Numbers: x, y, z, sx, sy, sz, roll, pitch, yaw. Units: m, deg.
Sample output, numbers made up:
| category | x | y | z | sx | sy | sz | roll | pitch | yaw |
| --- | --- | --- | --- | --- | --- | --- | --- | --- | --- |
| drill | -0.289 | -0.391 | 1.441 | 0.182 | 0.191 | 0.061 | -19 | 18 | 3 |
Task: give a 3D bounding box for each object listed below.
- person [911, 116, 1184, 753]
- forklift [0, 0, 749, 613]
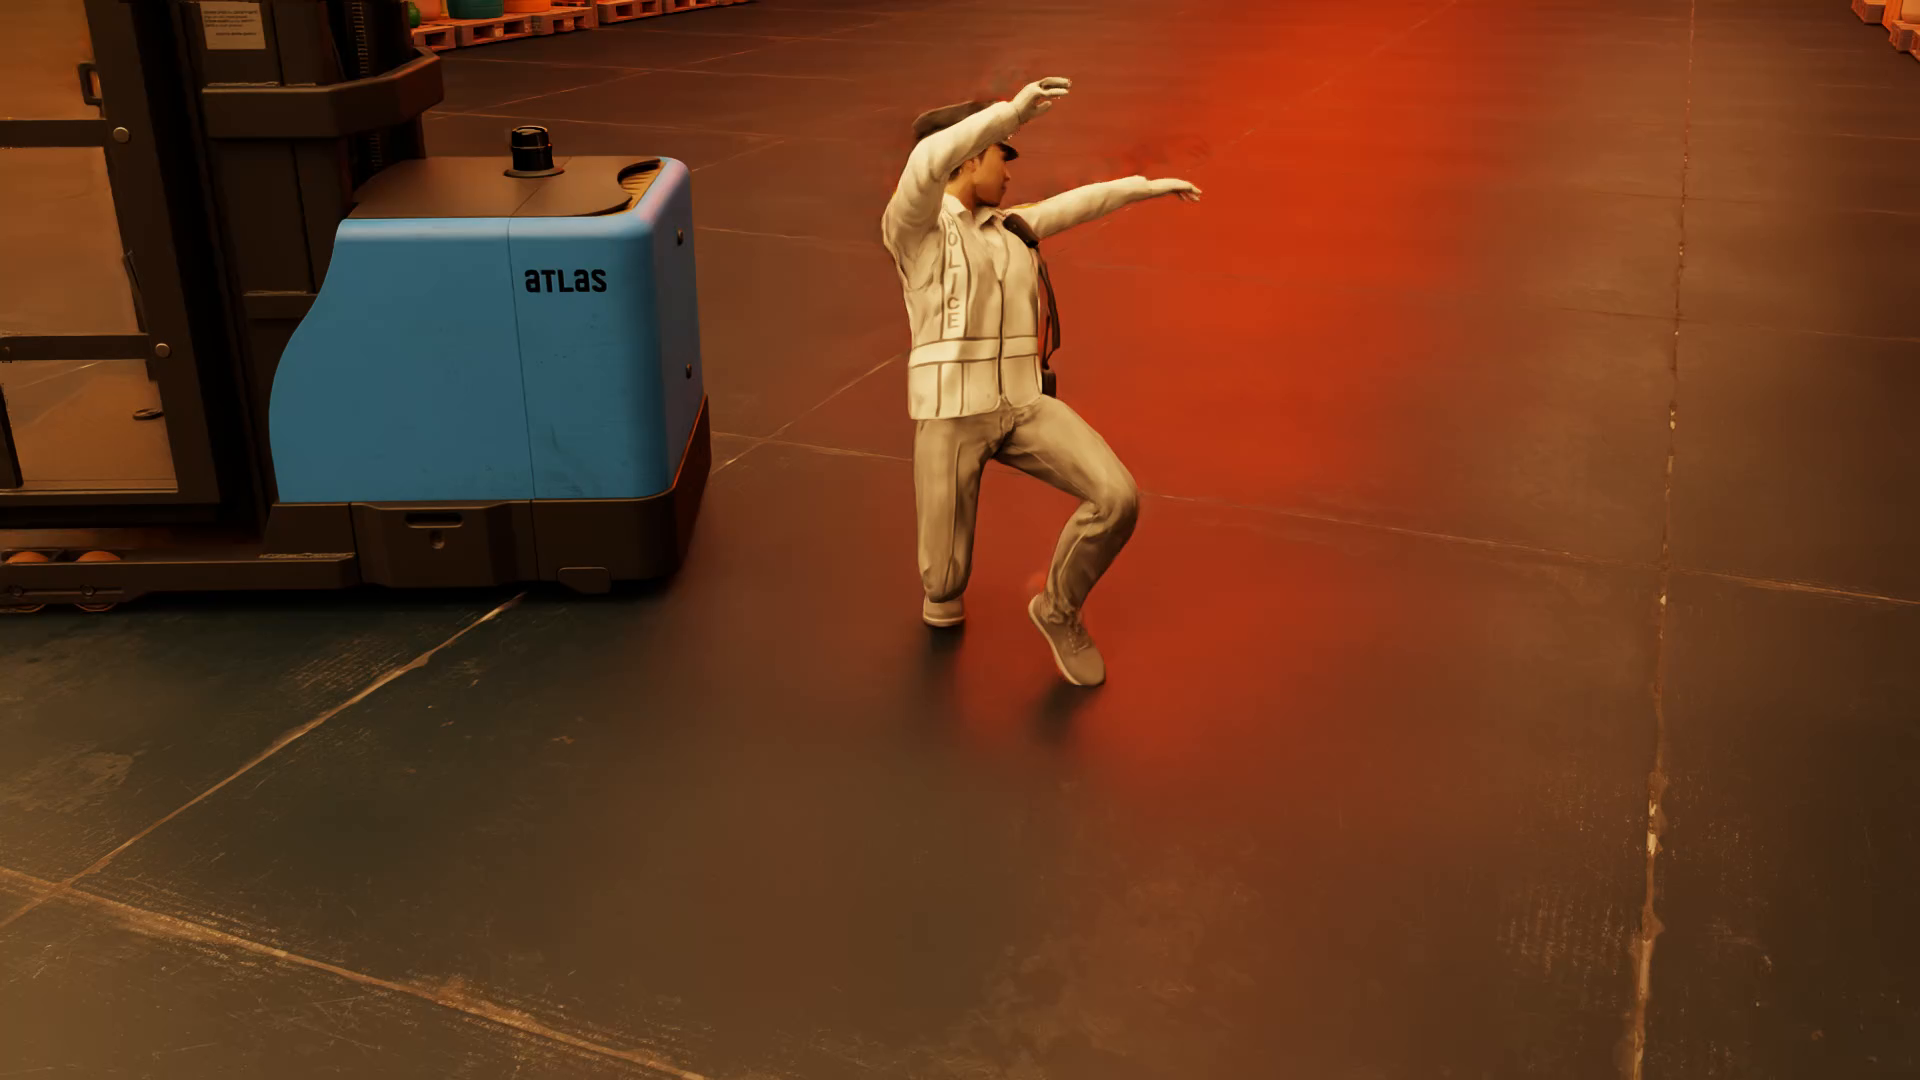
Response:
| category | x | y | z | sx | sy | sz | roll | pitch | yaw |
| --- | --- | --- | --- | --- | --- | --- | --- | --- | --- |
| person | 0.208 | -0.322 | 4.099 | 0.743 | 1.413 | 0.942 | -16 | 27 | -33 |
| forklift | -2.199 | -1.359 | 4.545 | 3.031 | 2.935 | 1.130 | -1 | 23 | -2 |
